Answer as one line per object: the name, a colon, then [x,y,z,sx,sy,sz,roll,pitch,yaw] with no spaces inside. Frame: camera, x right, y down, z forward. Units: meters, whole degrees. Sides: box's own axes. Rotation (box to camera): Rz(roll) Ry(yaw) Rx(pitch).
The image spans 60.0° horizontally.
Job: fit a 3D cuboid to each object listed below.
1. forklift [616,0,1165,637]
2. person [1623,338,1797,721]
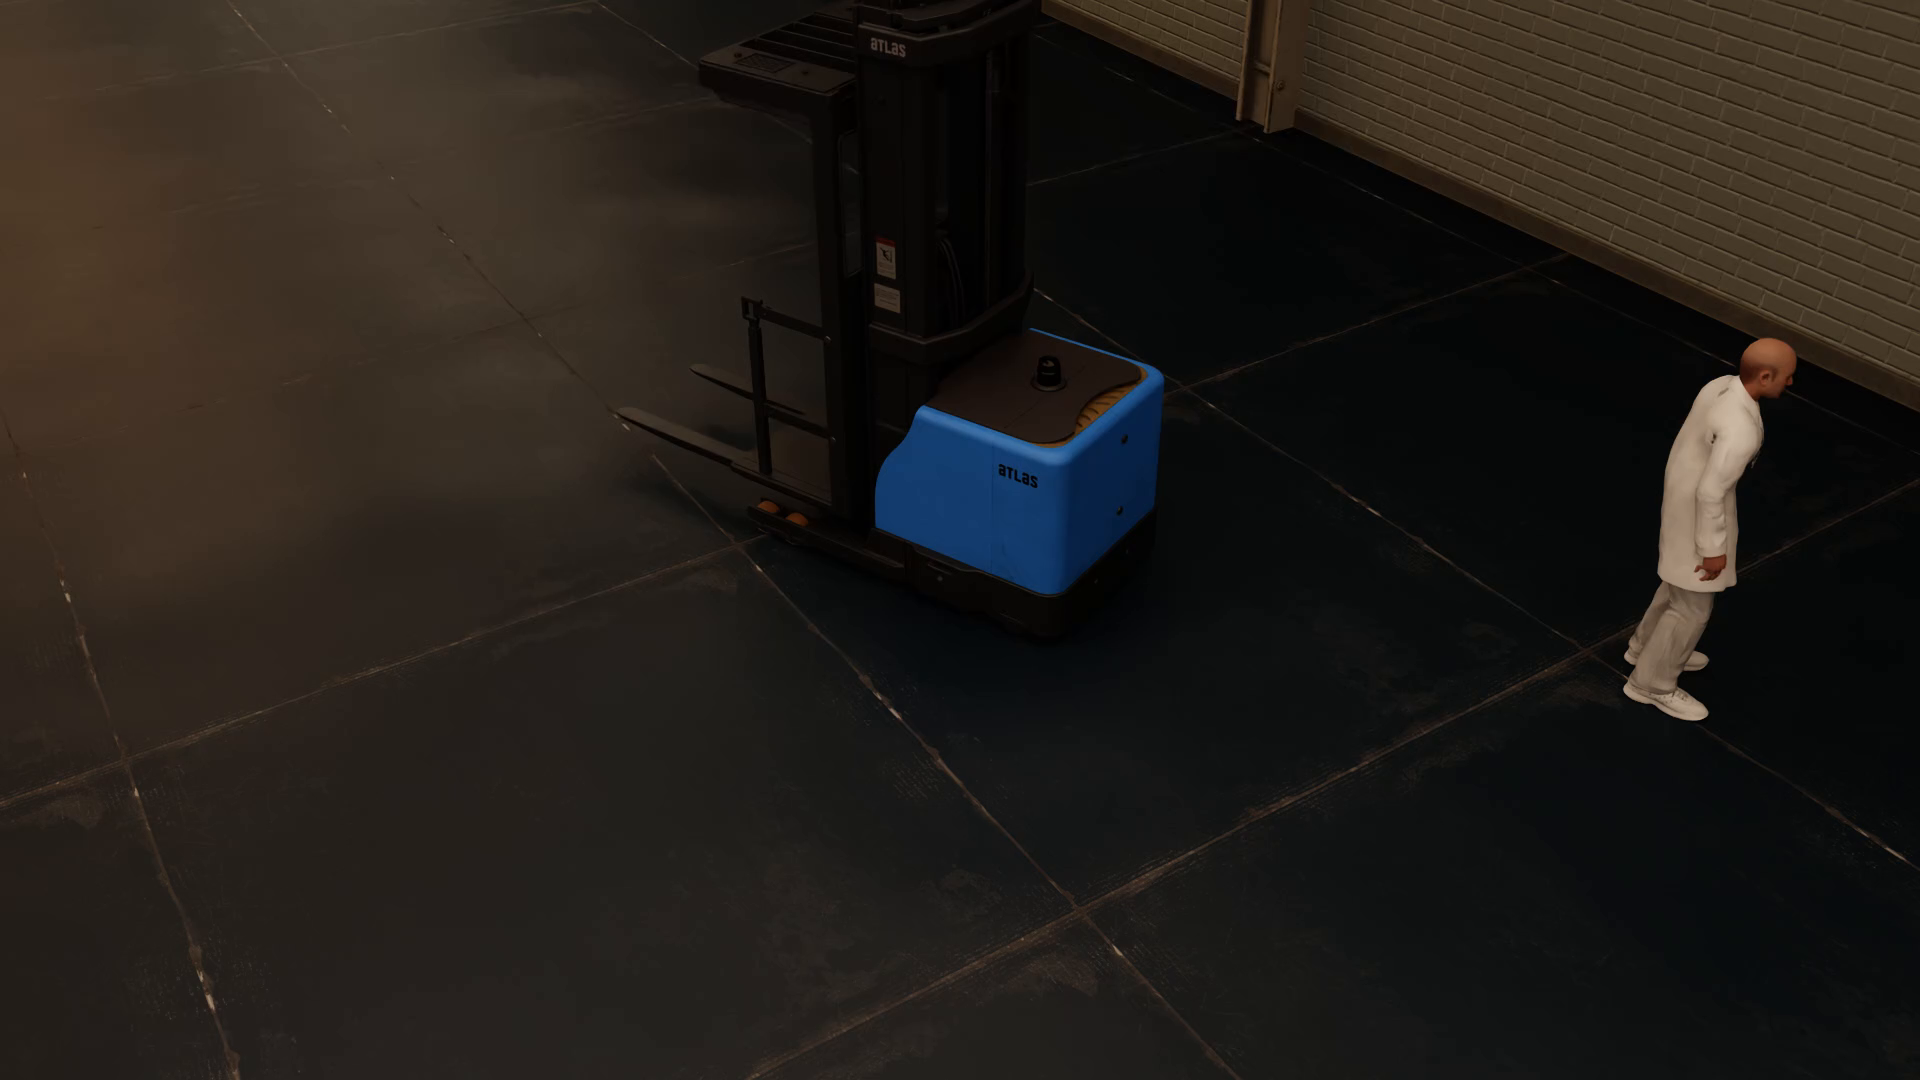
forklift: [-0.500,-1.399,8.138,3.031,2.935,1.130,22,41,28]
person: [3.267,-0.081,7.272,0.436,1.772,0.644,10,36,15]
